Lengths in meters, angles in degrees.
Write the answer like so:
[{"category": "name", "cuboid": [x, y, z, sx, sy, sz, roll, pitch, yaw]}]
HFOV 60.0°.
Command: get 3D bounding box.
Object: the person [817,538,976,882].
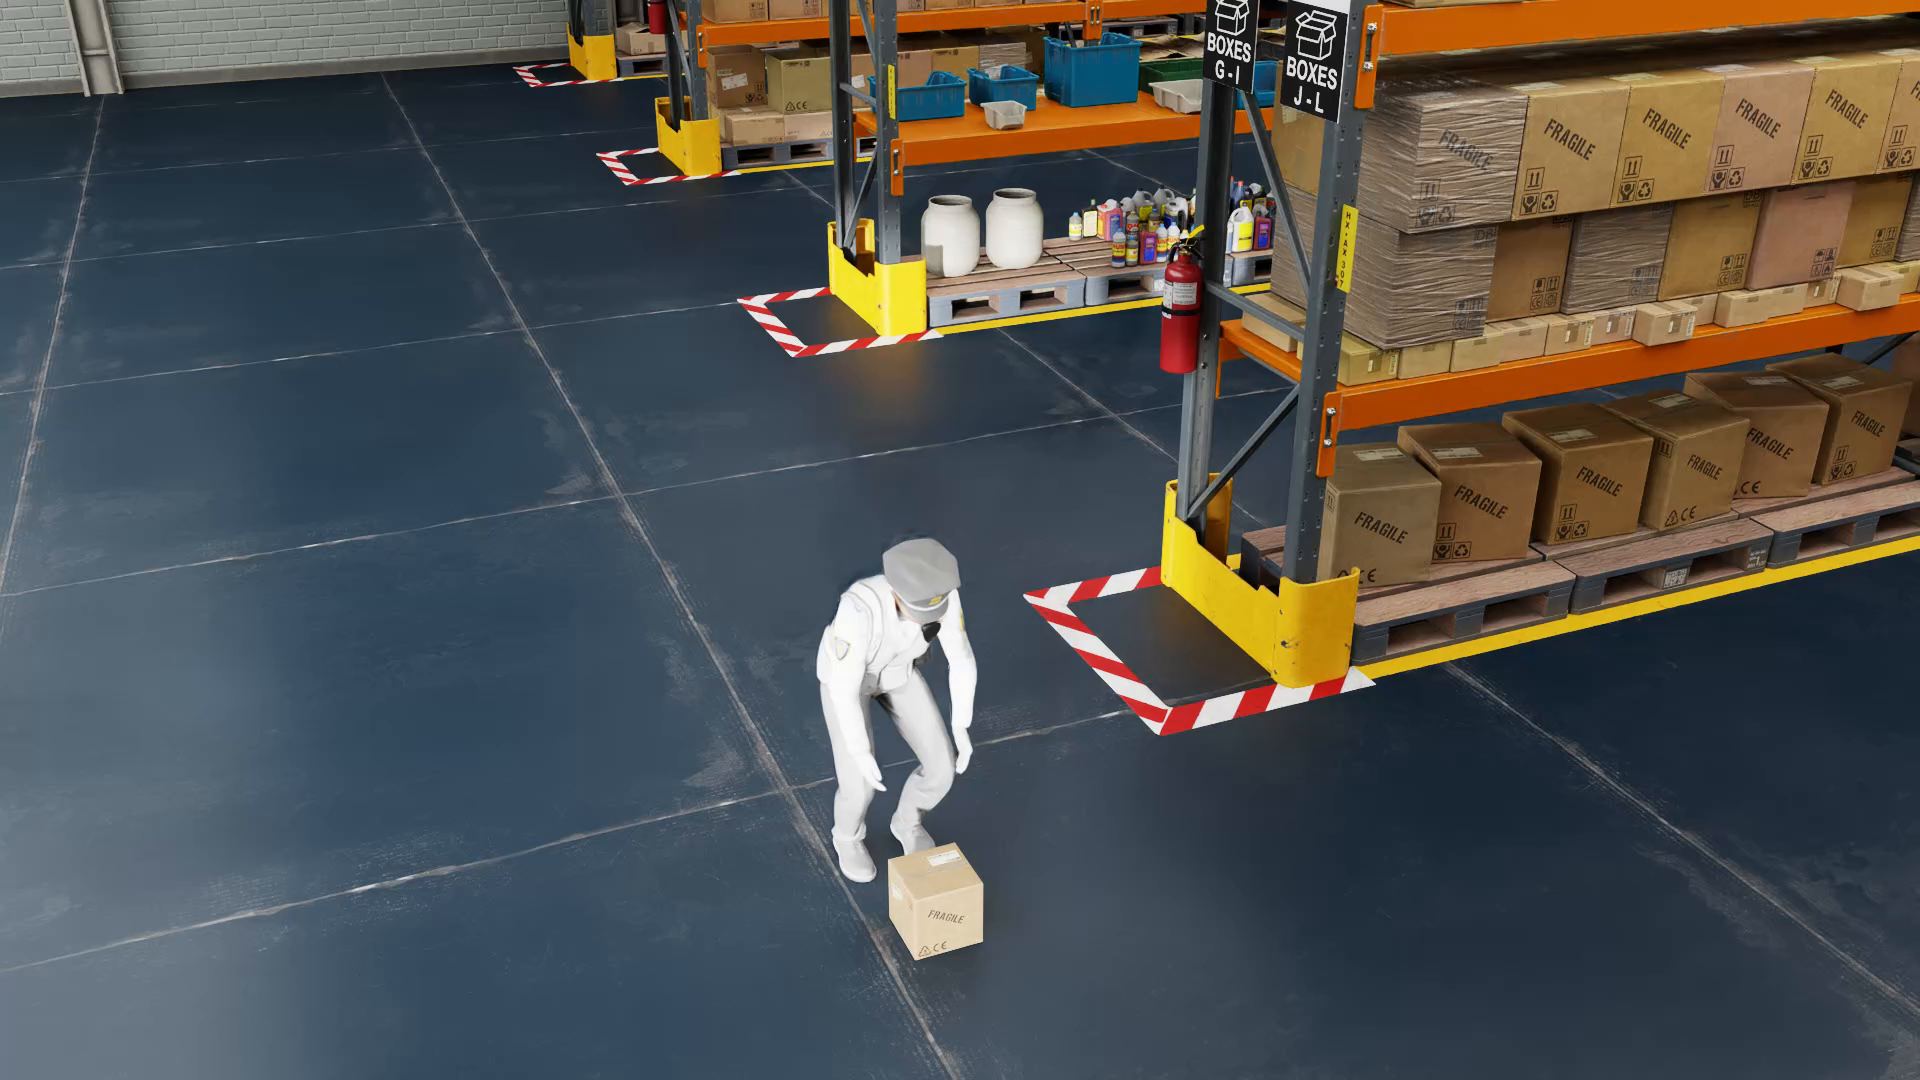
[{"category": "person", "cuboid": [-0.216, 0.565, 5.798, 0.535, 1.375, 0.709, -10, 28, -20]}]
